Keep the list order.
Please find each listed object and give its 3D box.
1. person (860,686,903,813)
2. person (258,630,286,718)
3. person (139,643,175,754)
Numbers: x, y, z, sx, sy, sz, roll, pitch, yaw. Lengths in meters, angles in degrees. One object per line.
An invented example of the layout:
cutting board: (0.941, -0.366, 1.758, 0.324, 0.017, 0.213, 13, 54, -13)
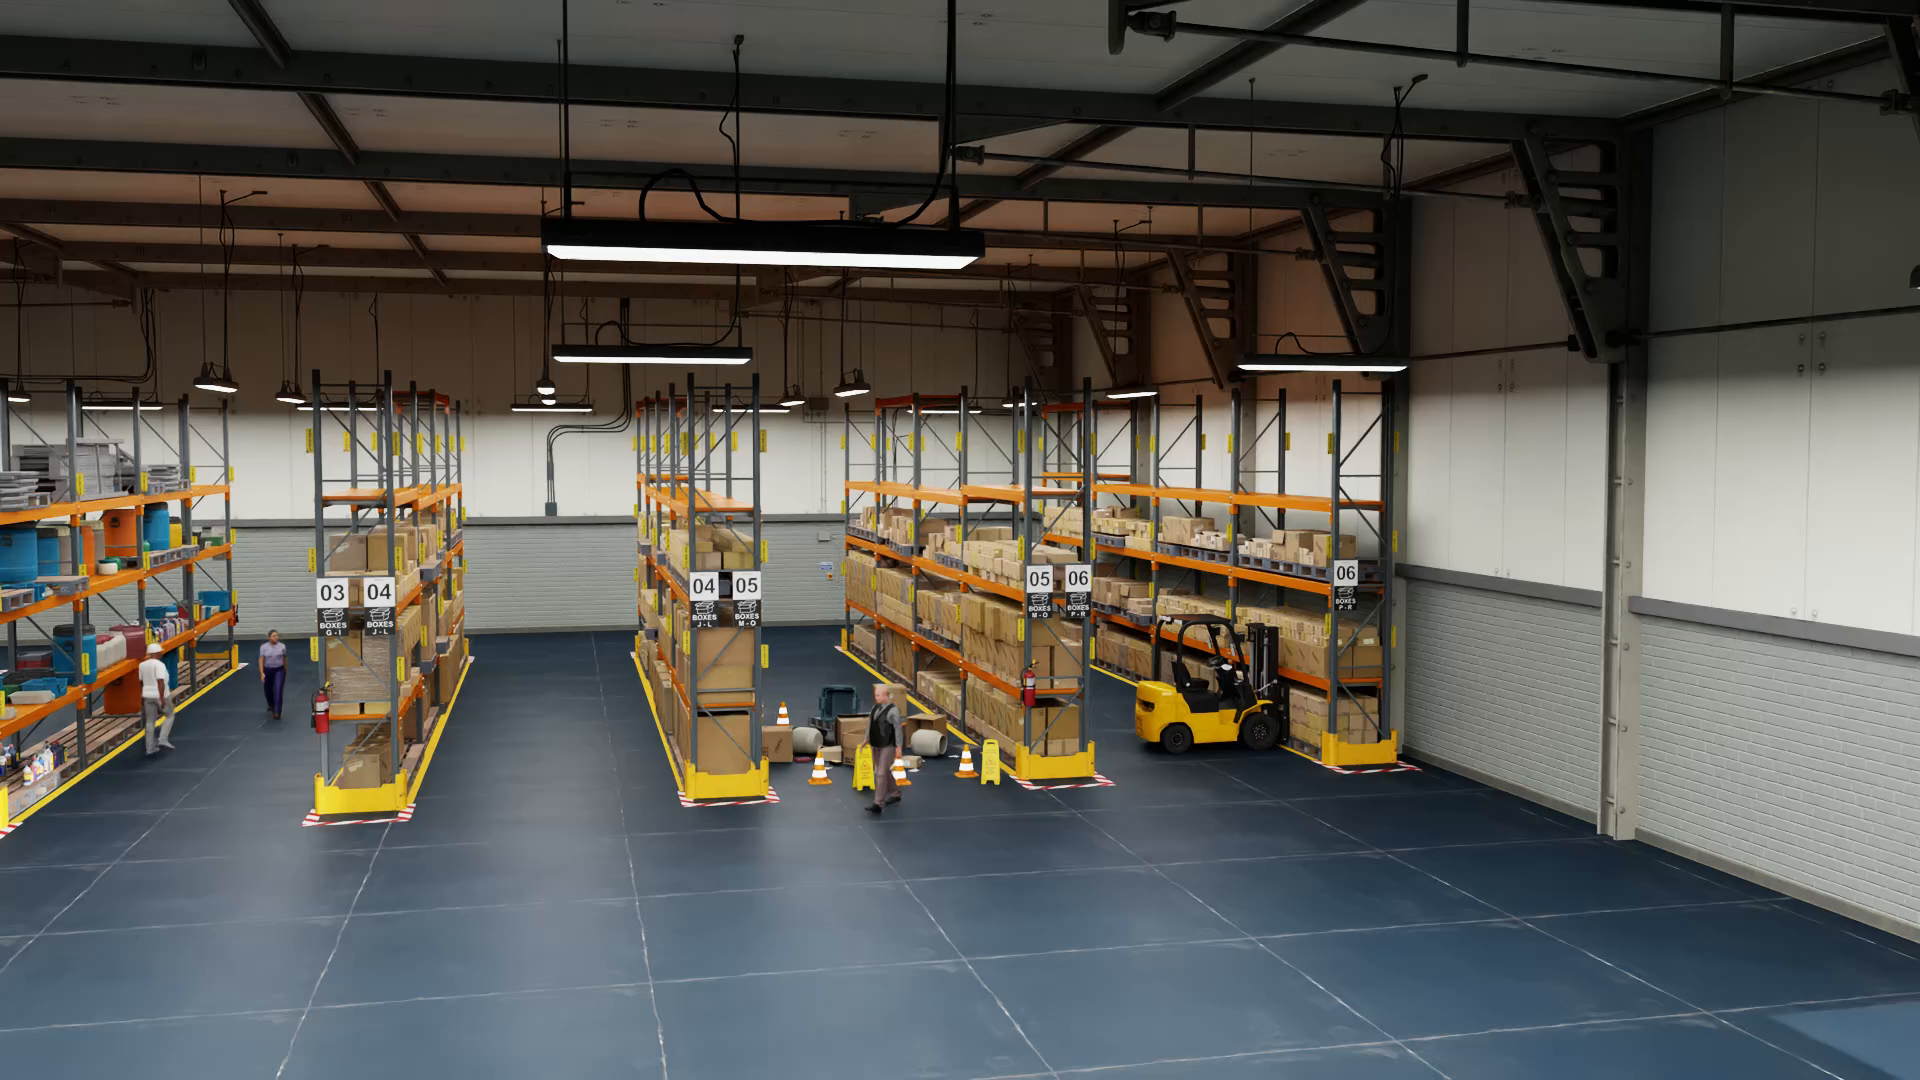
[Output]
person: (-1.075, 2.898, 22.770, 0.830, 1.598, 0.564, -3, 4, -40)
person: (-12.594, 2.428, 30.476, 0.449, 1.587, 1.043, -1, 3, -14)
person: (-13.064, 2.553, 26.945, 0.563, 1.744, 0.529, 0, 3, 1)
